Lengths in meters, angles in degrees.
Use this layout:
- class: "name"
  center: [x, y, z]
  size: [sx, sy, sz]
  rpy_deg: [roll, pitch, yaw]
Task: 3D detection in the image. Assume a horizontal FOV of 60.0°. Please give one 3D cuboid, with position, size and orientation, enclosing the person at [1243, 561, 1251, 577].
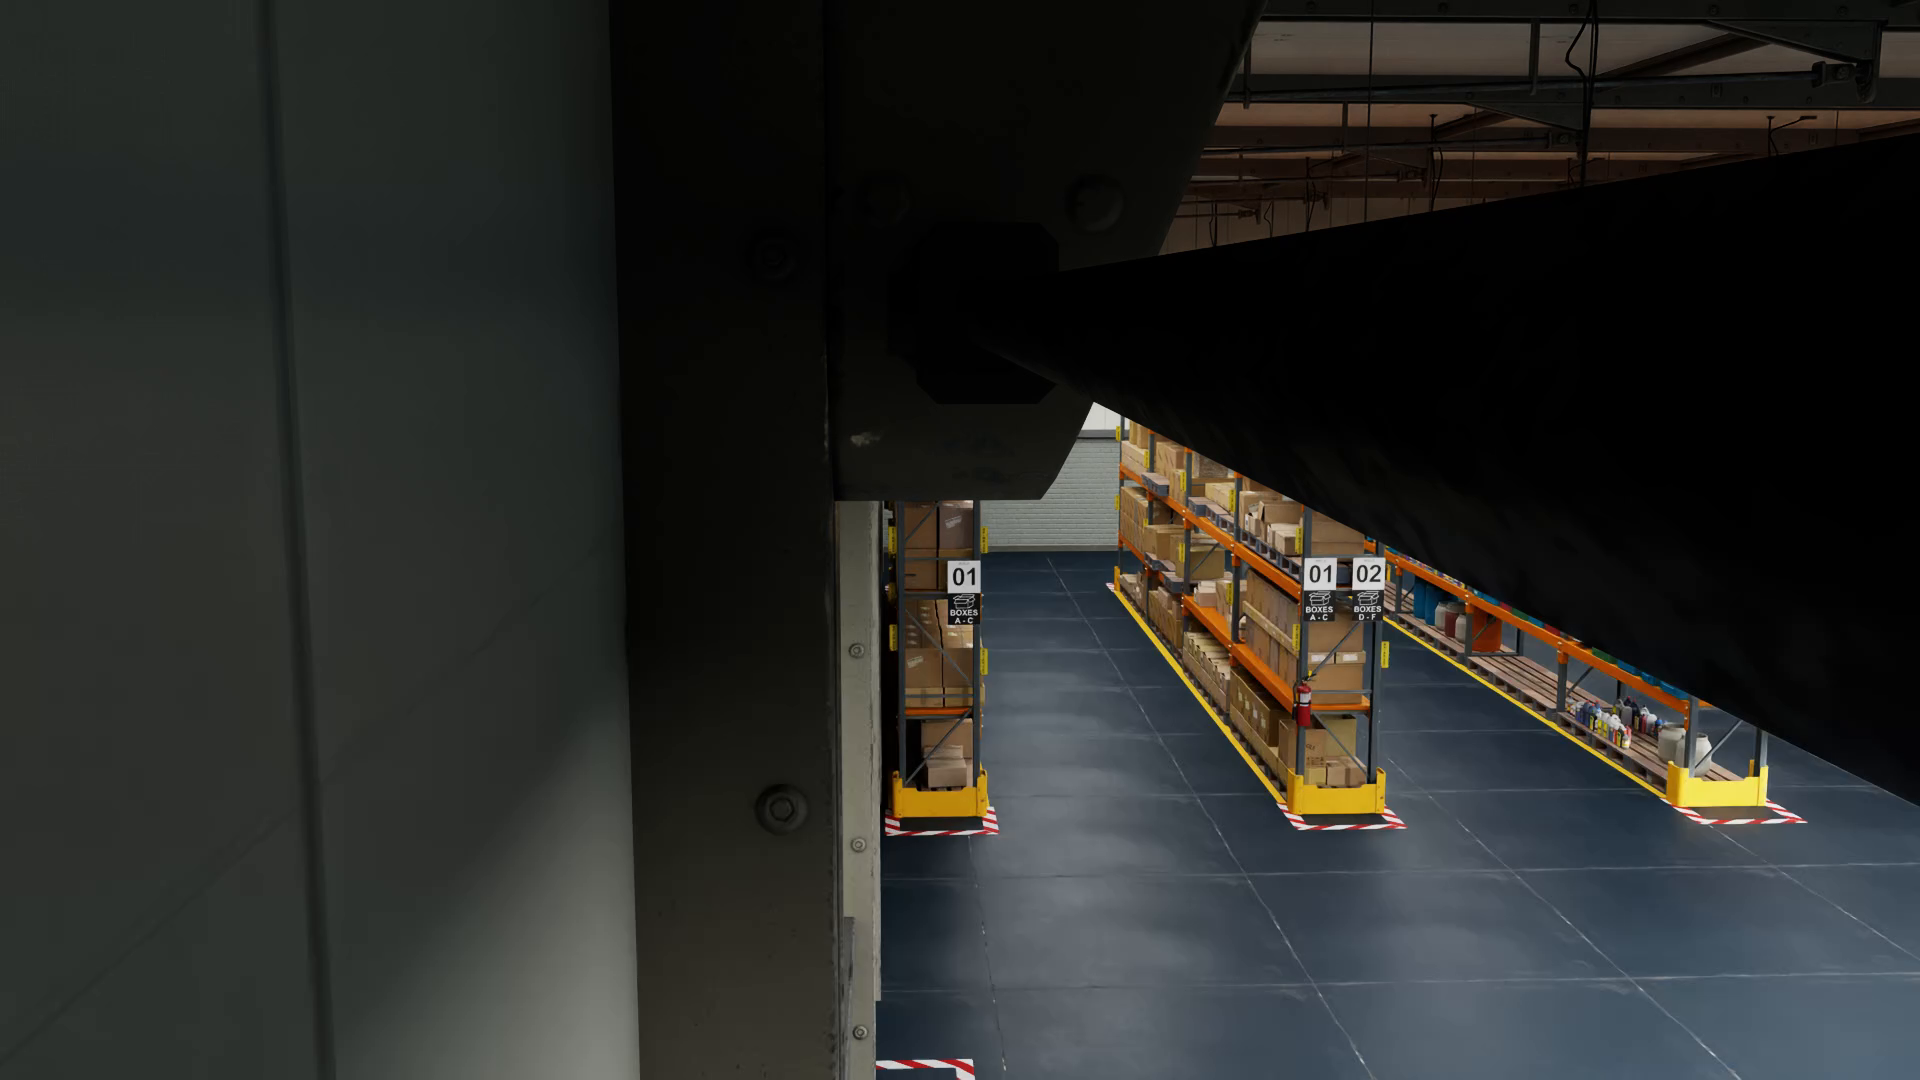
- class: "person"
  center: [6.545, 0.104, 37.281]
  size: [1.102, 1.689, 0.530]
  rpy_deg: [0, 8, 3]
